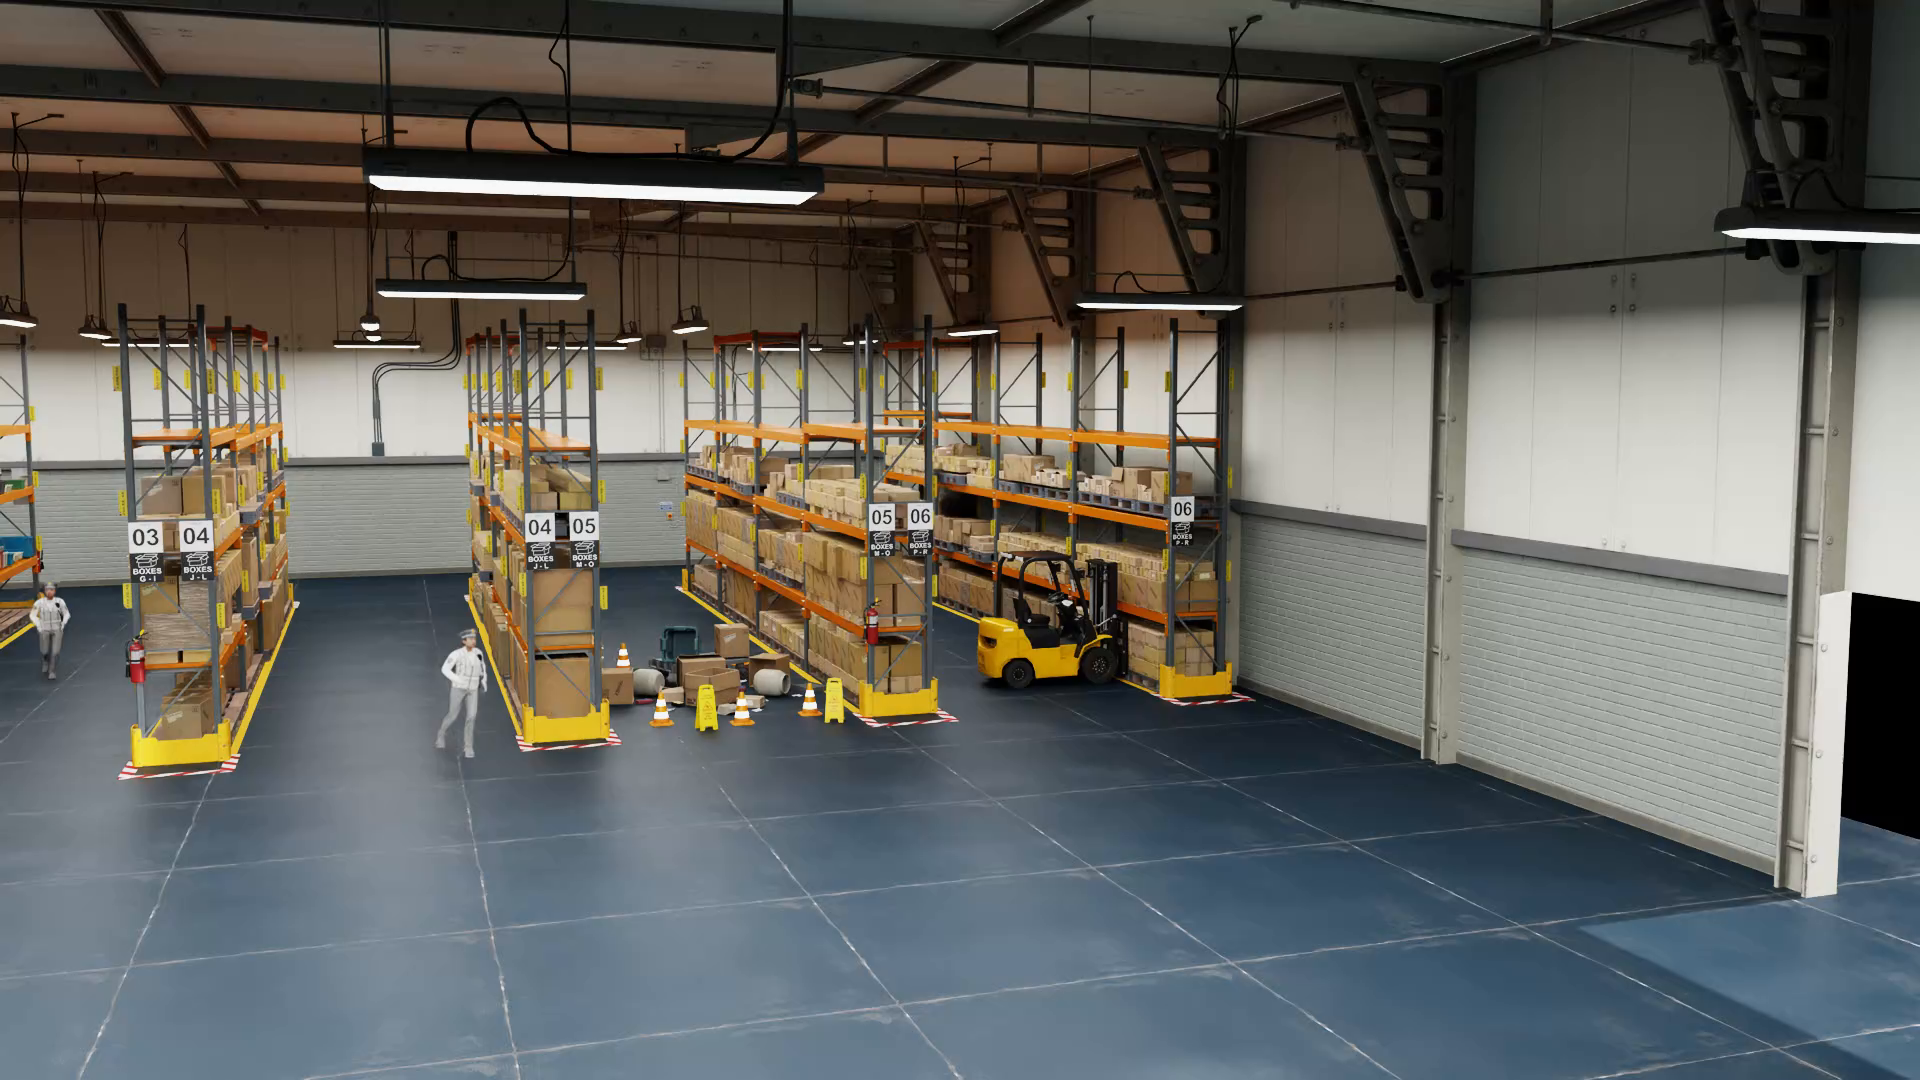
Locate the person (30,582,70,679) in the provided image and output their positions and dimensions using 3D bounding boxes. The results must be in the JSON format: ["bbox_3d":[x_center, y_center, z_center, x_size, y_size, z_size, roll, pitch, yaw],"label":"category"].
[{"bbox_3d":[-15.337,1.519,28.056,0.599,1.652,0.539,-3,6,-31],"label":"person"}]

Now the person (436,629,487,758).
[{"bbox_3d":[-6.661,2.031,22.479,0.675,1.673,0.920,-4,7,-36],"label":"person"}]
